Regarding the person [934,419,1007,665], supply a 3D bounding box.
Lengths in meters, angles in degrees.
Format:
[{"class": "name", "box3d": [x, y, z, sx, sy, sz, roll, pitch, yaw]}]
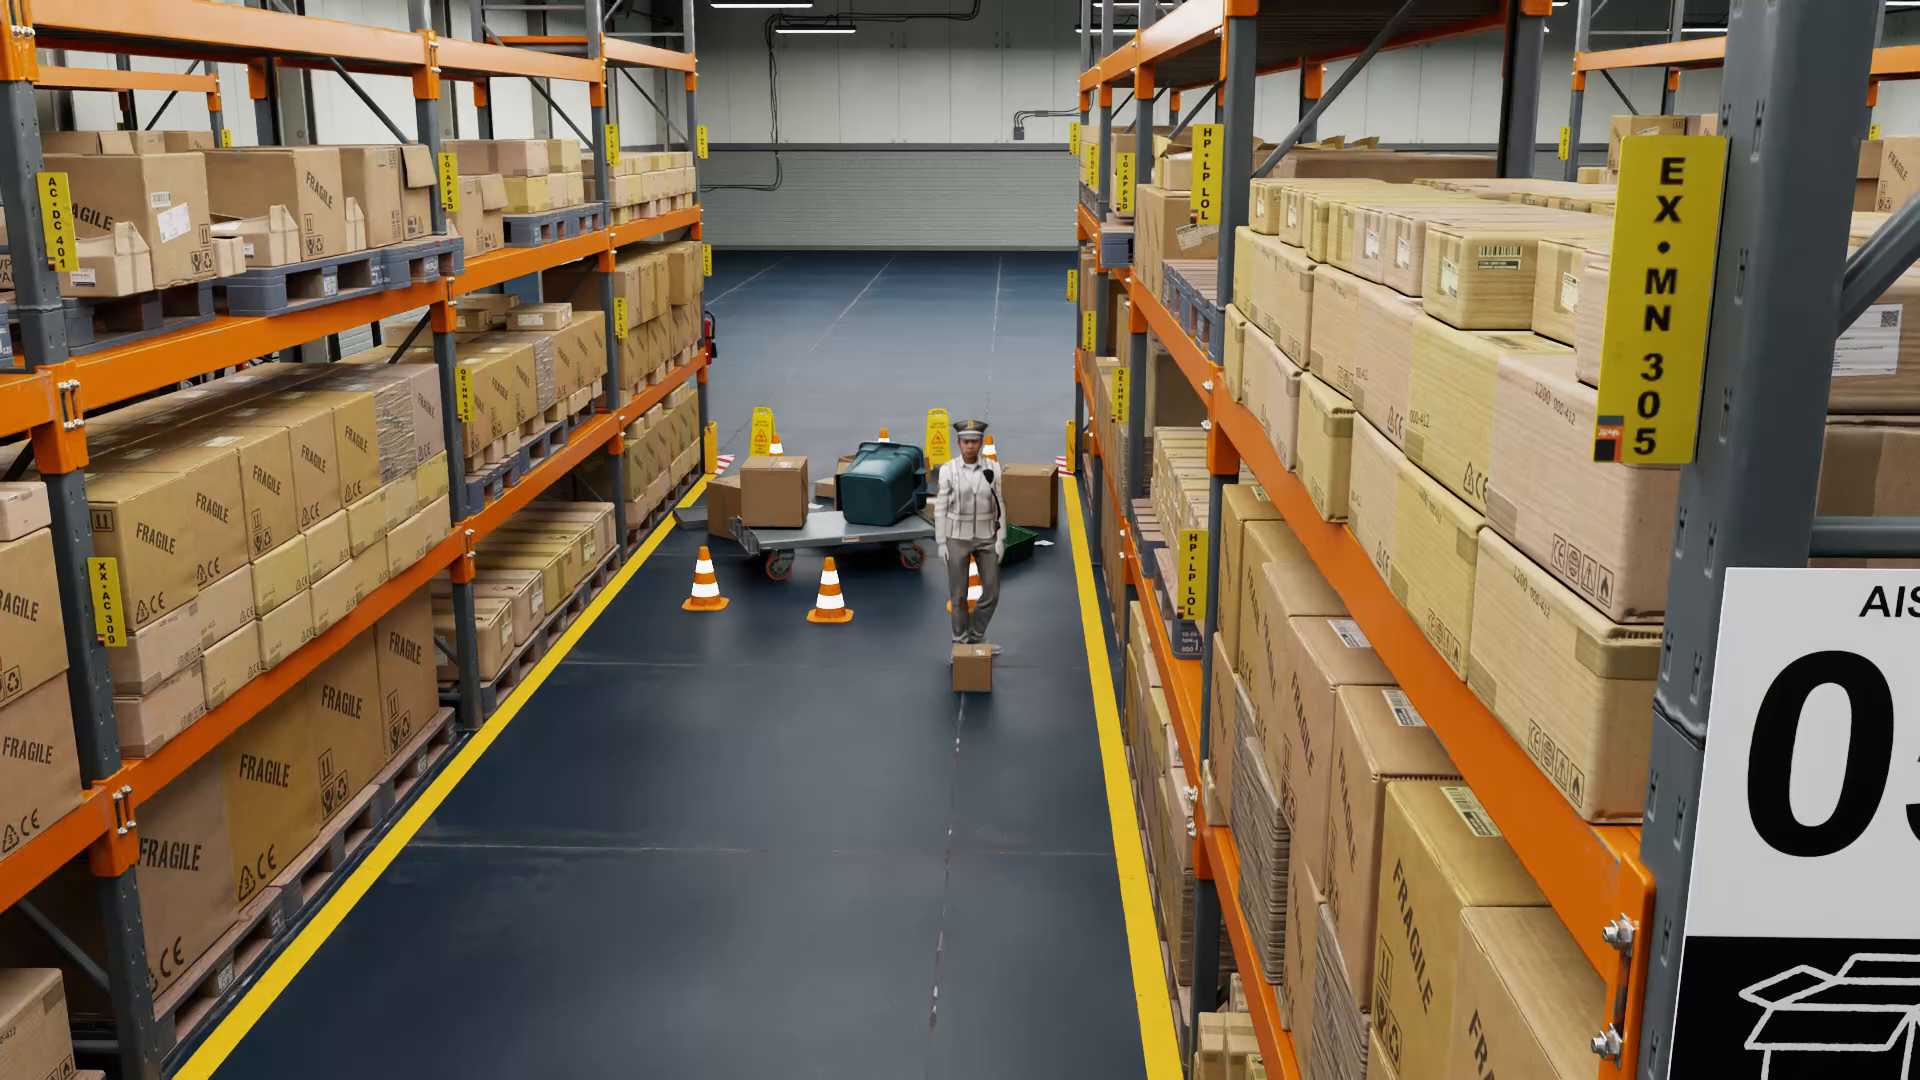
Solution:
[{"class": "person", "box3d": [0.072, 0.002, 11.340, 0.492, 1.693, 0.365, -2, 14, -9]}]
